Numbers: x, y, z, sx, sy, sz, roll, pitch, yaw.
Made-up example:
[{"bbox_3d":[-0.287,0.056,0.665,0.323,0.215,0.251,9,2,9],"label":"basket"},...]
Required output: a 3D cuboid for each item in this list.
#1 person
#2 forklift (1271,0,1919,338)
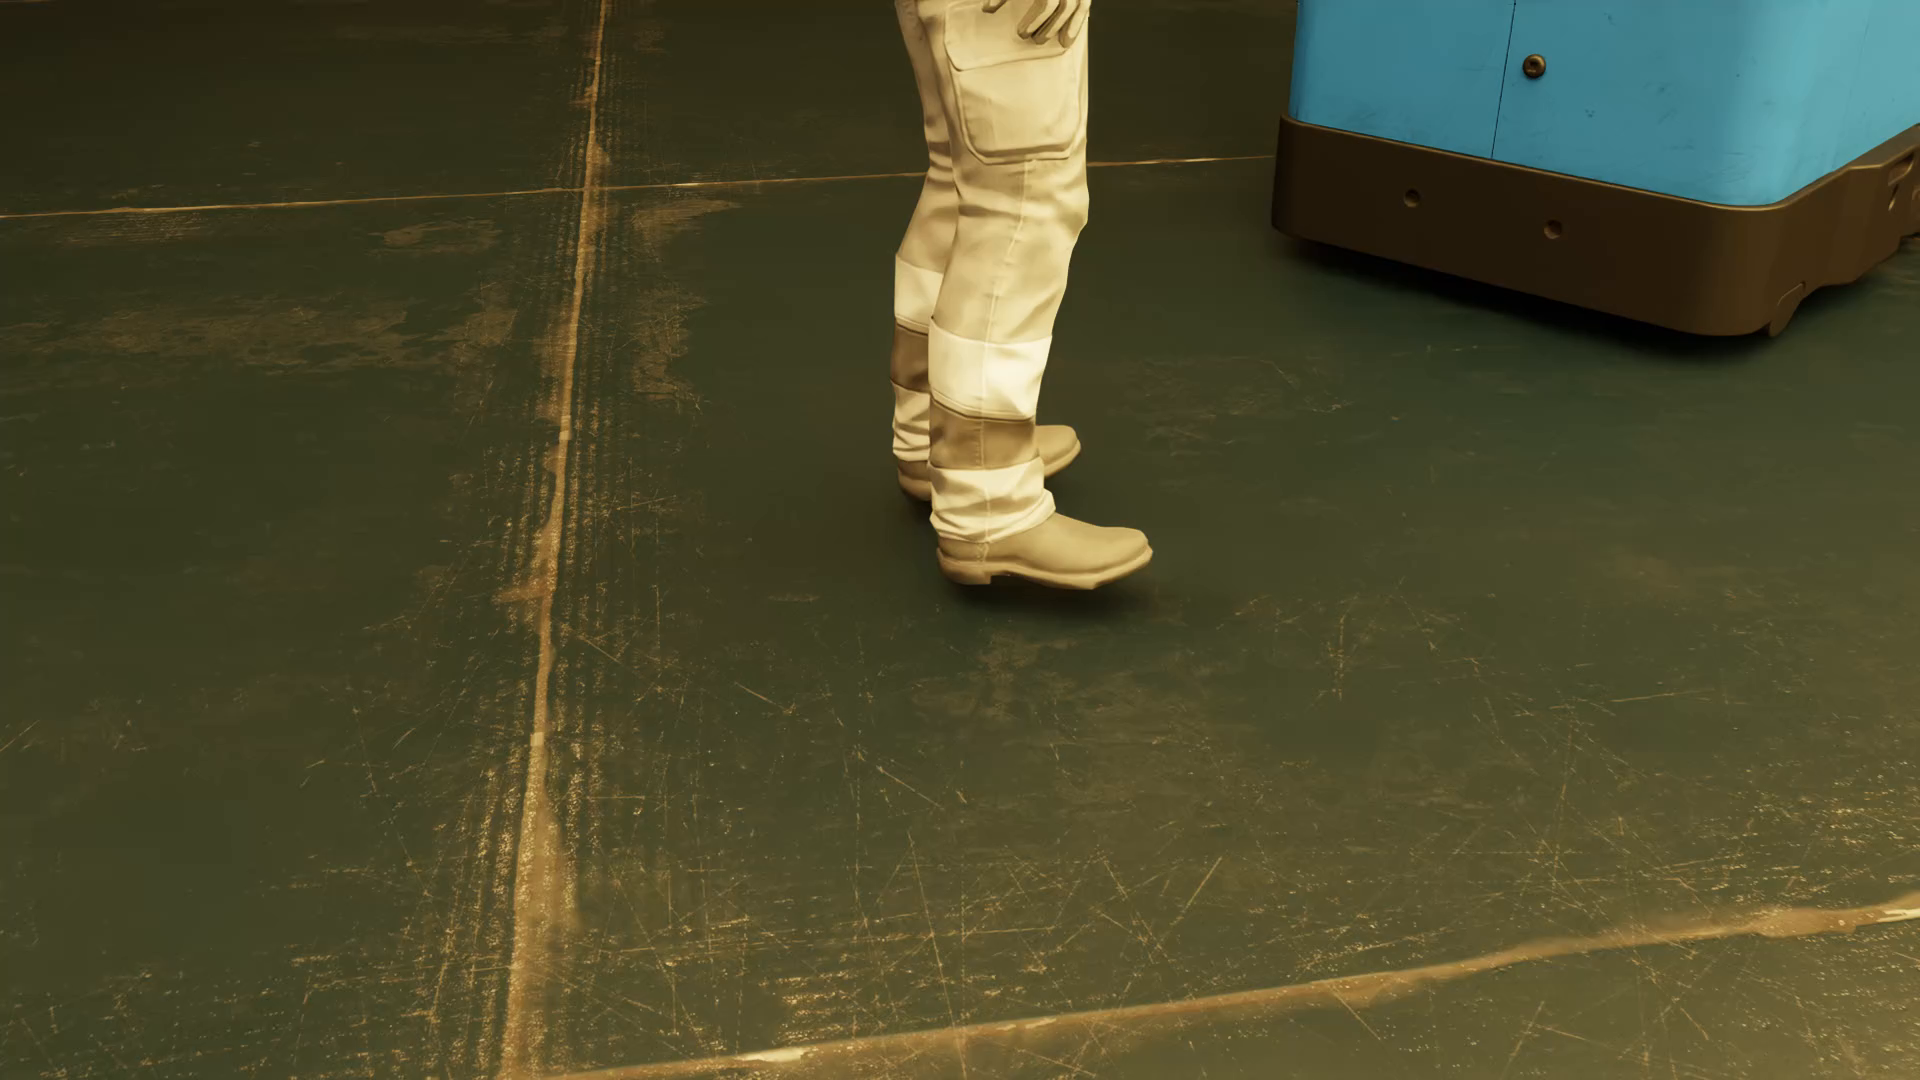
[{"bbox_3d":[0.044,-0.826,2.079,0.452,1.776,0.608,-6,28,-10],"label":"person"},{"bbox_3d":[2.058,-2.268,3.648,1.130,2.935,3.031,24,36,37],"label":"forklift"}]
